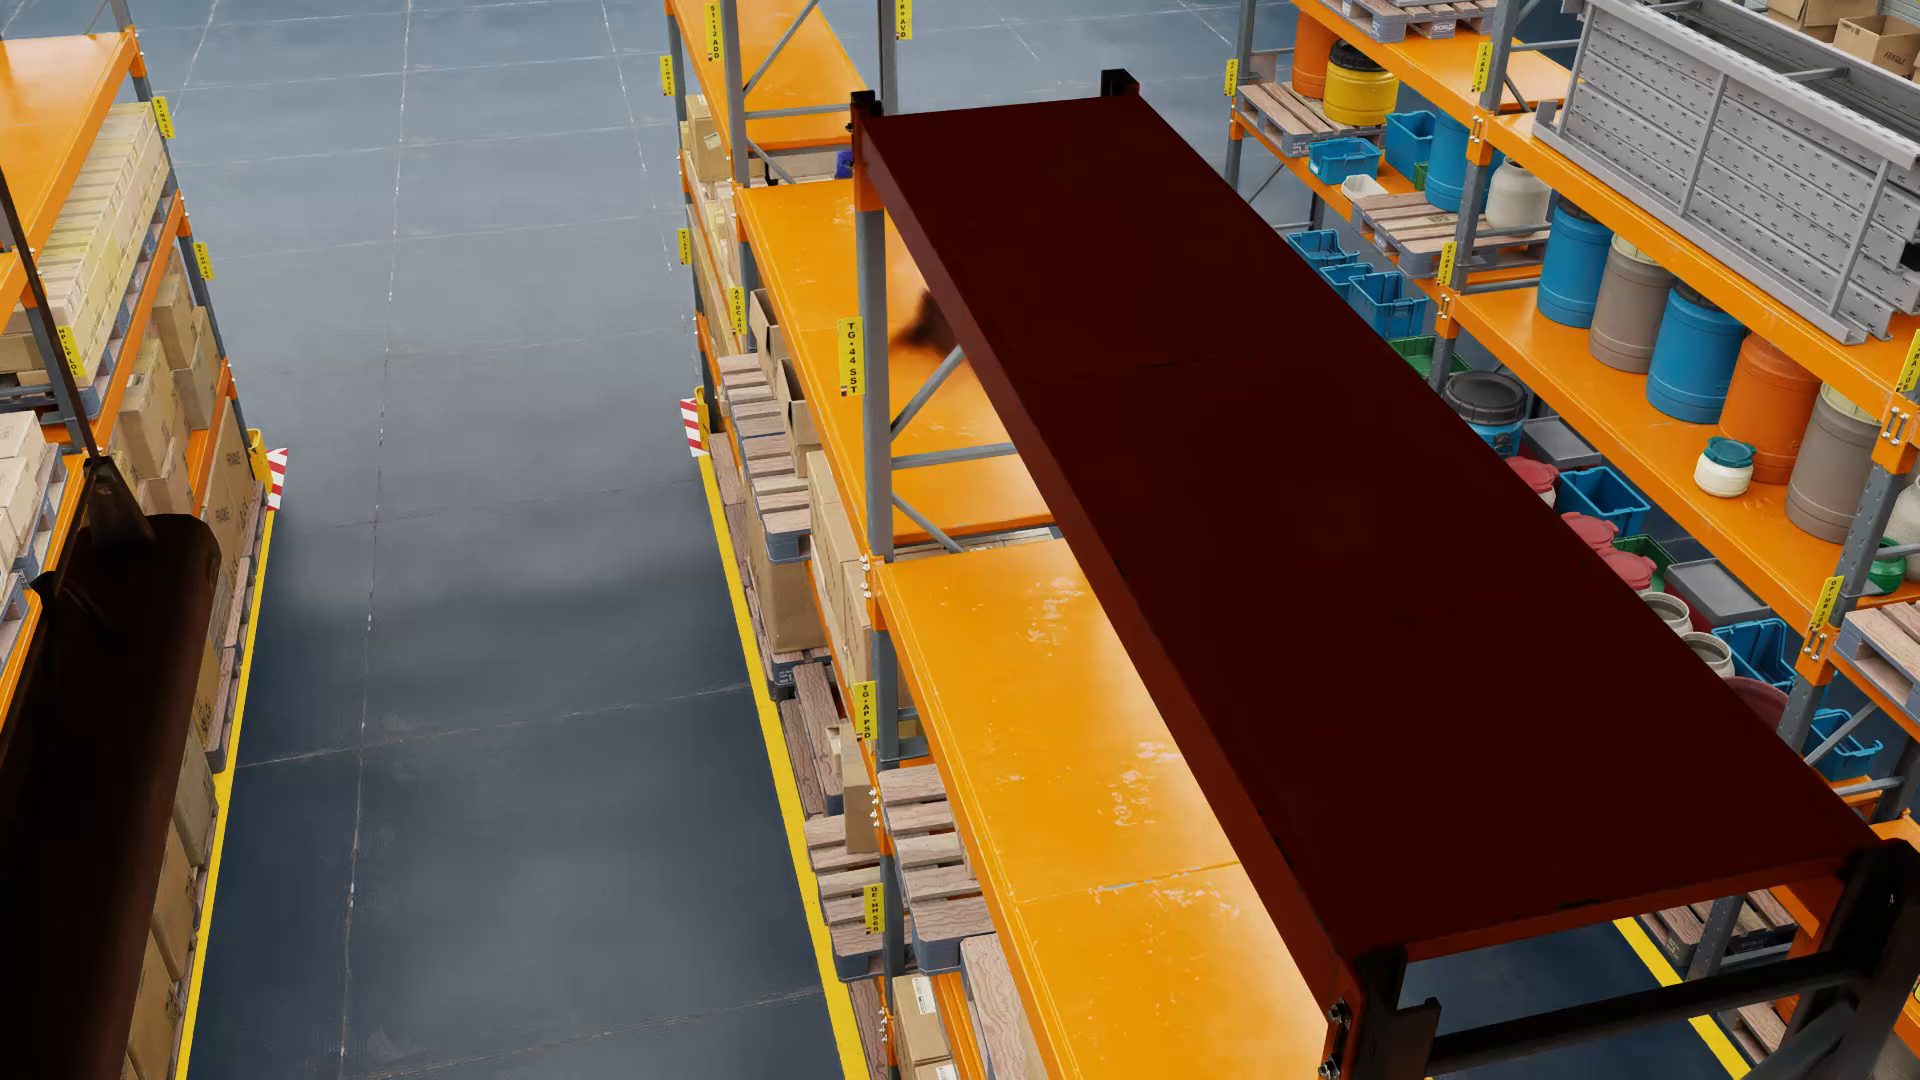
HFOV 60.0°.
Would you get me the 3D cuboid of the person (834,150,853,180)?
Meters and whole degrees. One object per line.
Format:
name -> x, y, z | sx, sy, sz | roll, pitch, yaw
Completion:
person -> -1.298, -3.768, 18.141 | 0.697, 1.669, 0.545 | 6, 35, 8
